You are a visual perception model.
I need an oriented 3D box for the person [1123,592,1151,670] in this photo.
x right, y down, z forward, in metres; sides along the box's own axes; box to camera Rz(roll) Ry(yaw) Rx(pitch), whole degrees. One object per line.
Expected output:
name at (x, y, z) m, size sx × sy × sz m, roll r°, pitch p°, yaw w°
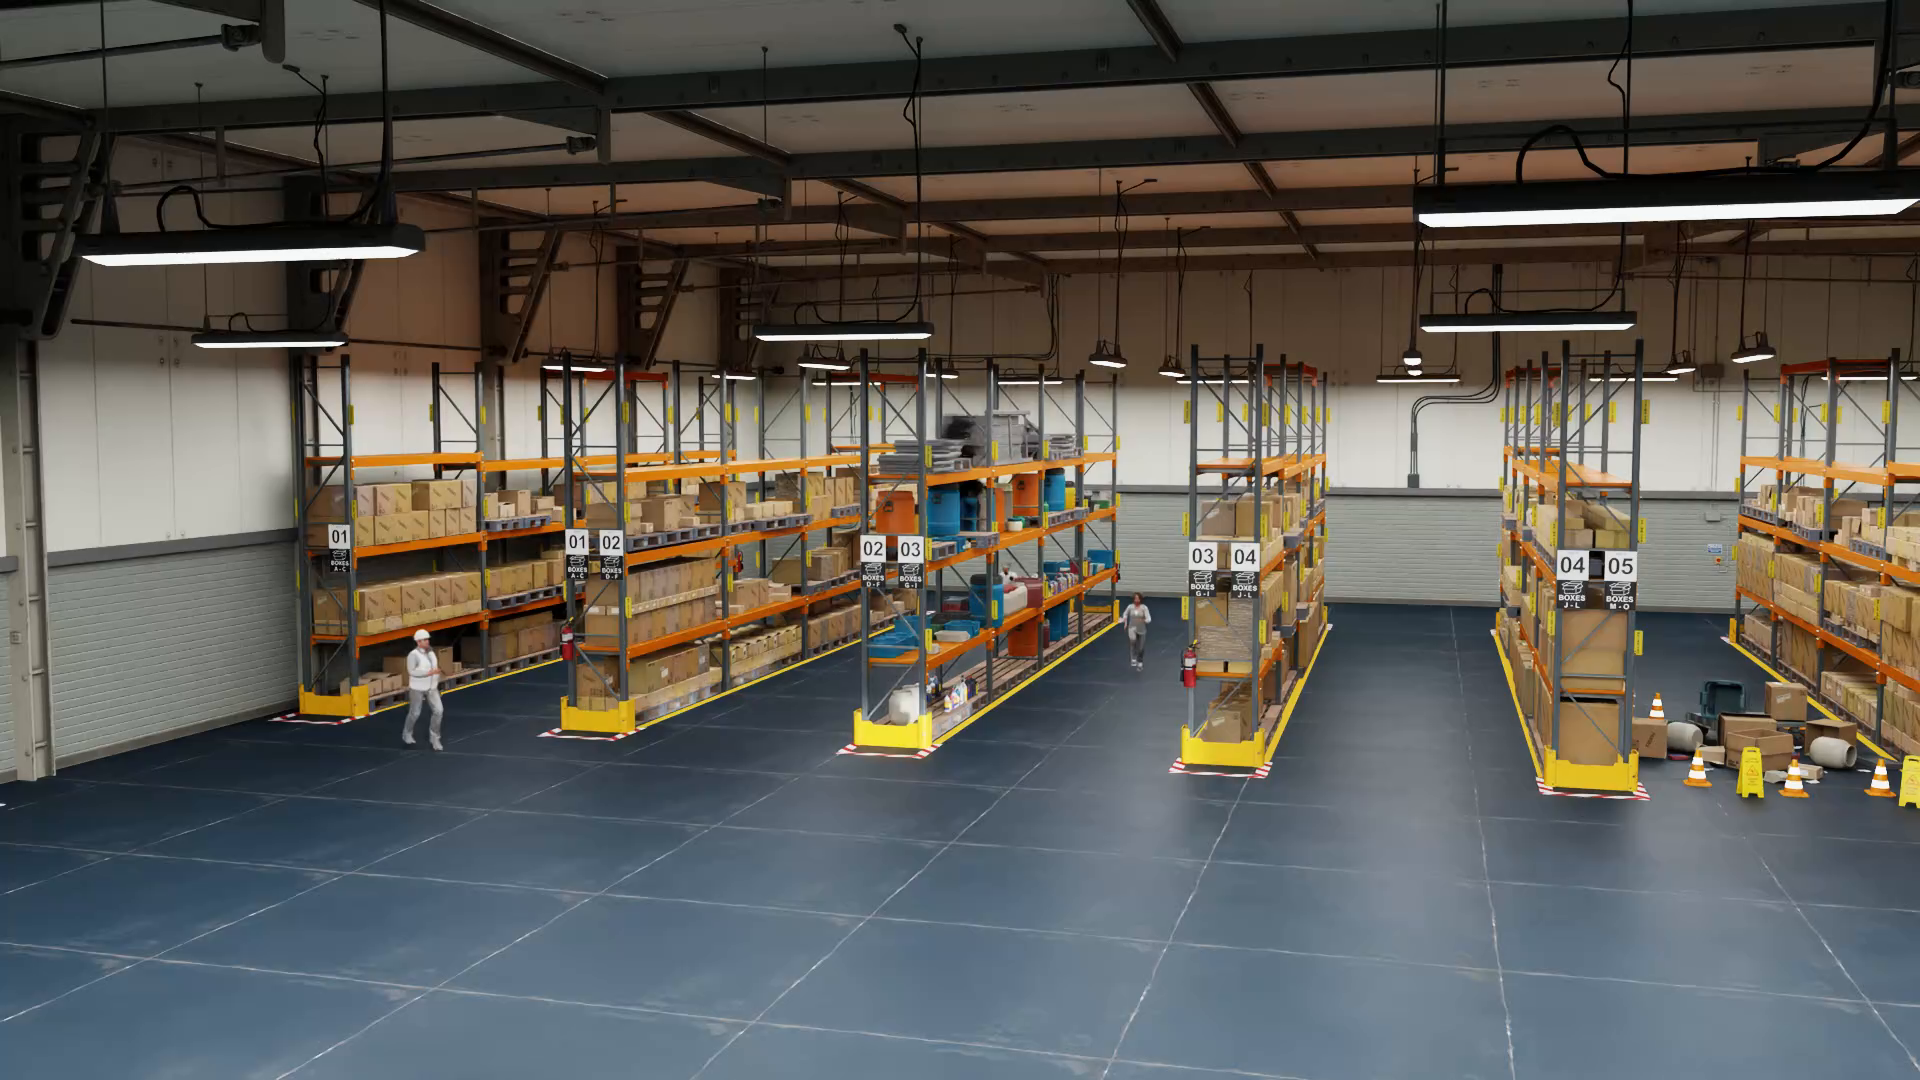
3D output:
person at (3.384, 1.765, 31.804) m, size 0.525 × 1.544 × 0.887 m, roll 0°, pitch 4°, yaw 5°

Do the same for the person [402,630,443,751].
person at (-8.051, 2.232, 24.912) m, size 0.851 × 1.796 × 0.604 m, roll 3°, pitch 5°, yaw 36°

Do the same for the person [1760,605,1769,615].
person at (18.755, 1.253, 38.173) m, size 0.855 × 1.804 × 0.698 m, roll 0°, pitch 4°, yaw 2°

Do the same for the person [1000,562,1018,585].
person at (1.140, 1.289, 39.025) m, size 0.578 × 1.575 × 0.836 m, roll 1°, pitch 4°, yaw 11°
